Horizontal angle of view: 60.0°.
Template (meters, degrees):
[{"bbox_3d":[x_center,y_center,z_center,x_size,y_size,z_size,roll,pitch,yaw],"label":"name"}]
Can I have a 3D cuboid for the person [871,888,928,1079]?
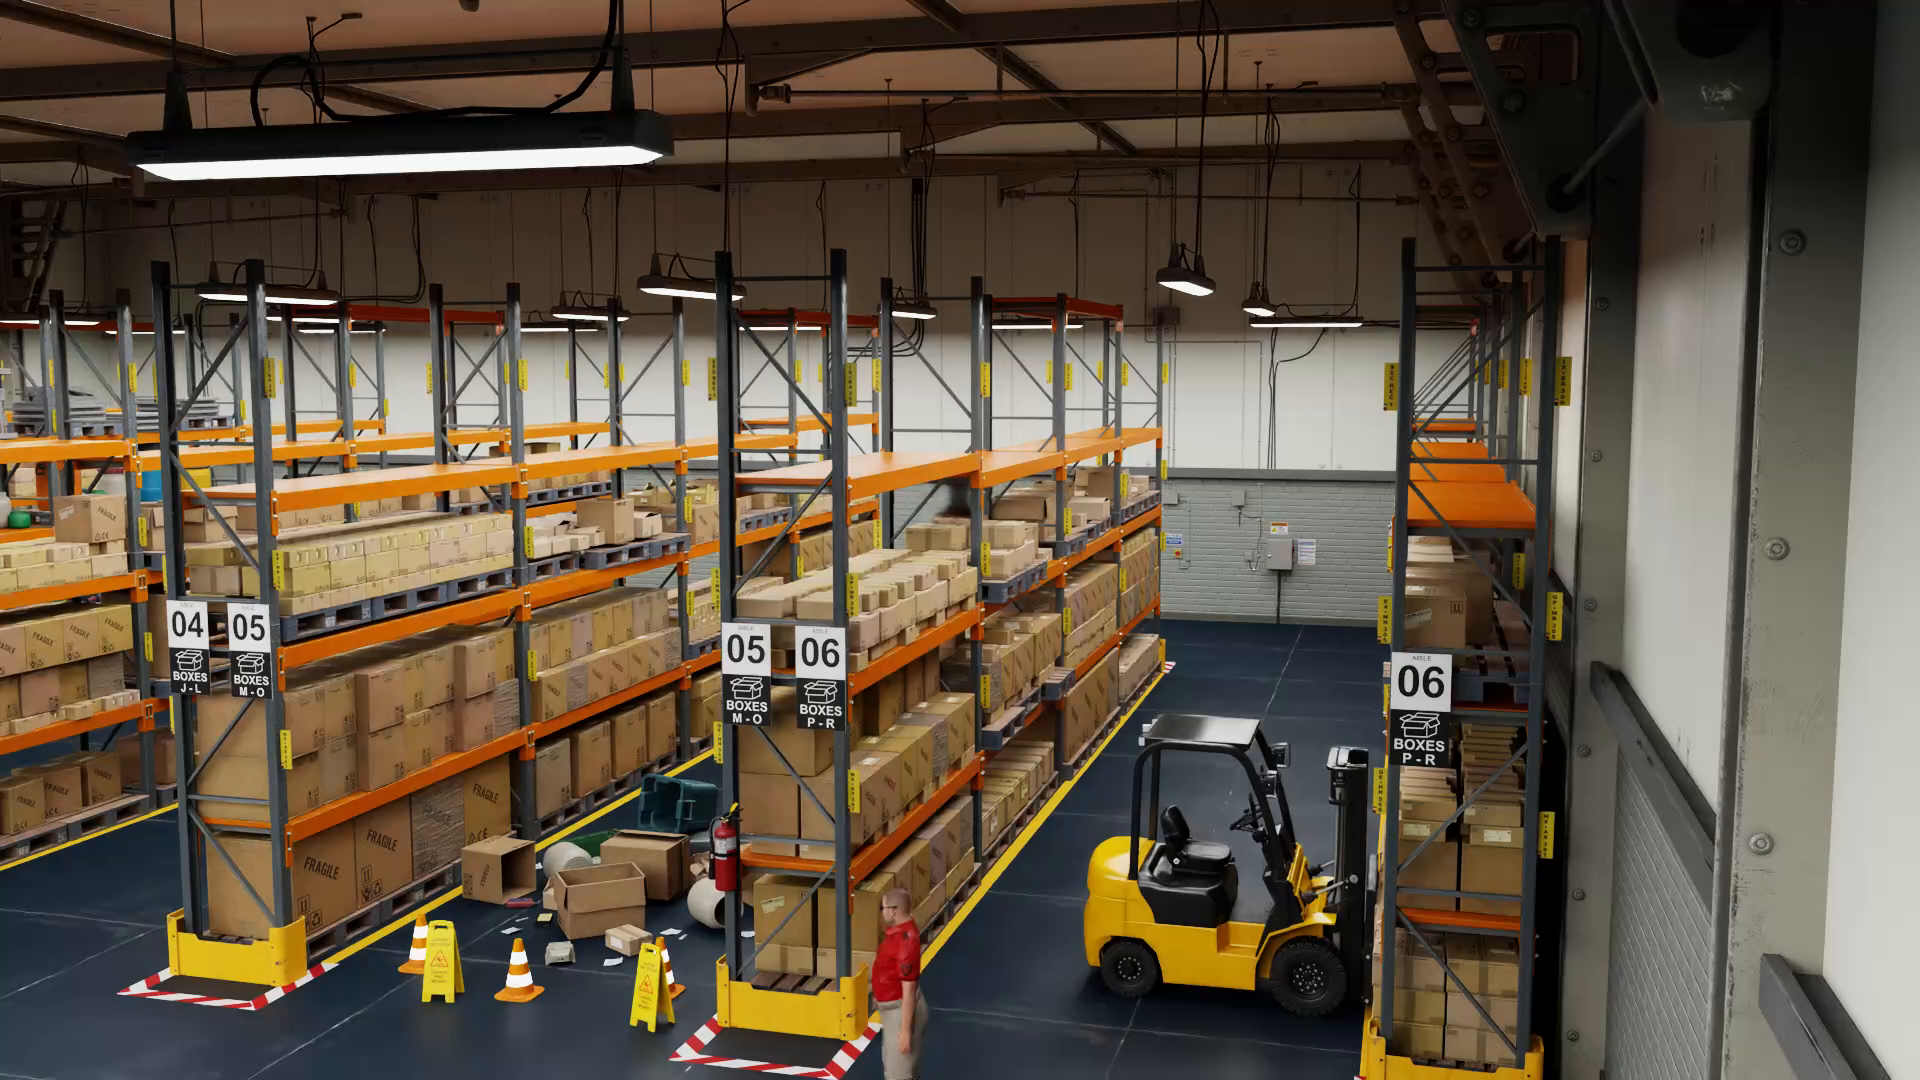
[{"bbox_3d":[-0.433,3.144,10.980,0.433,1.732,0.585,-1,6,-6],"label":"person"}]
